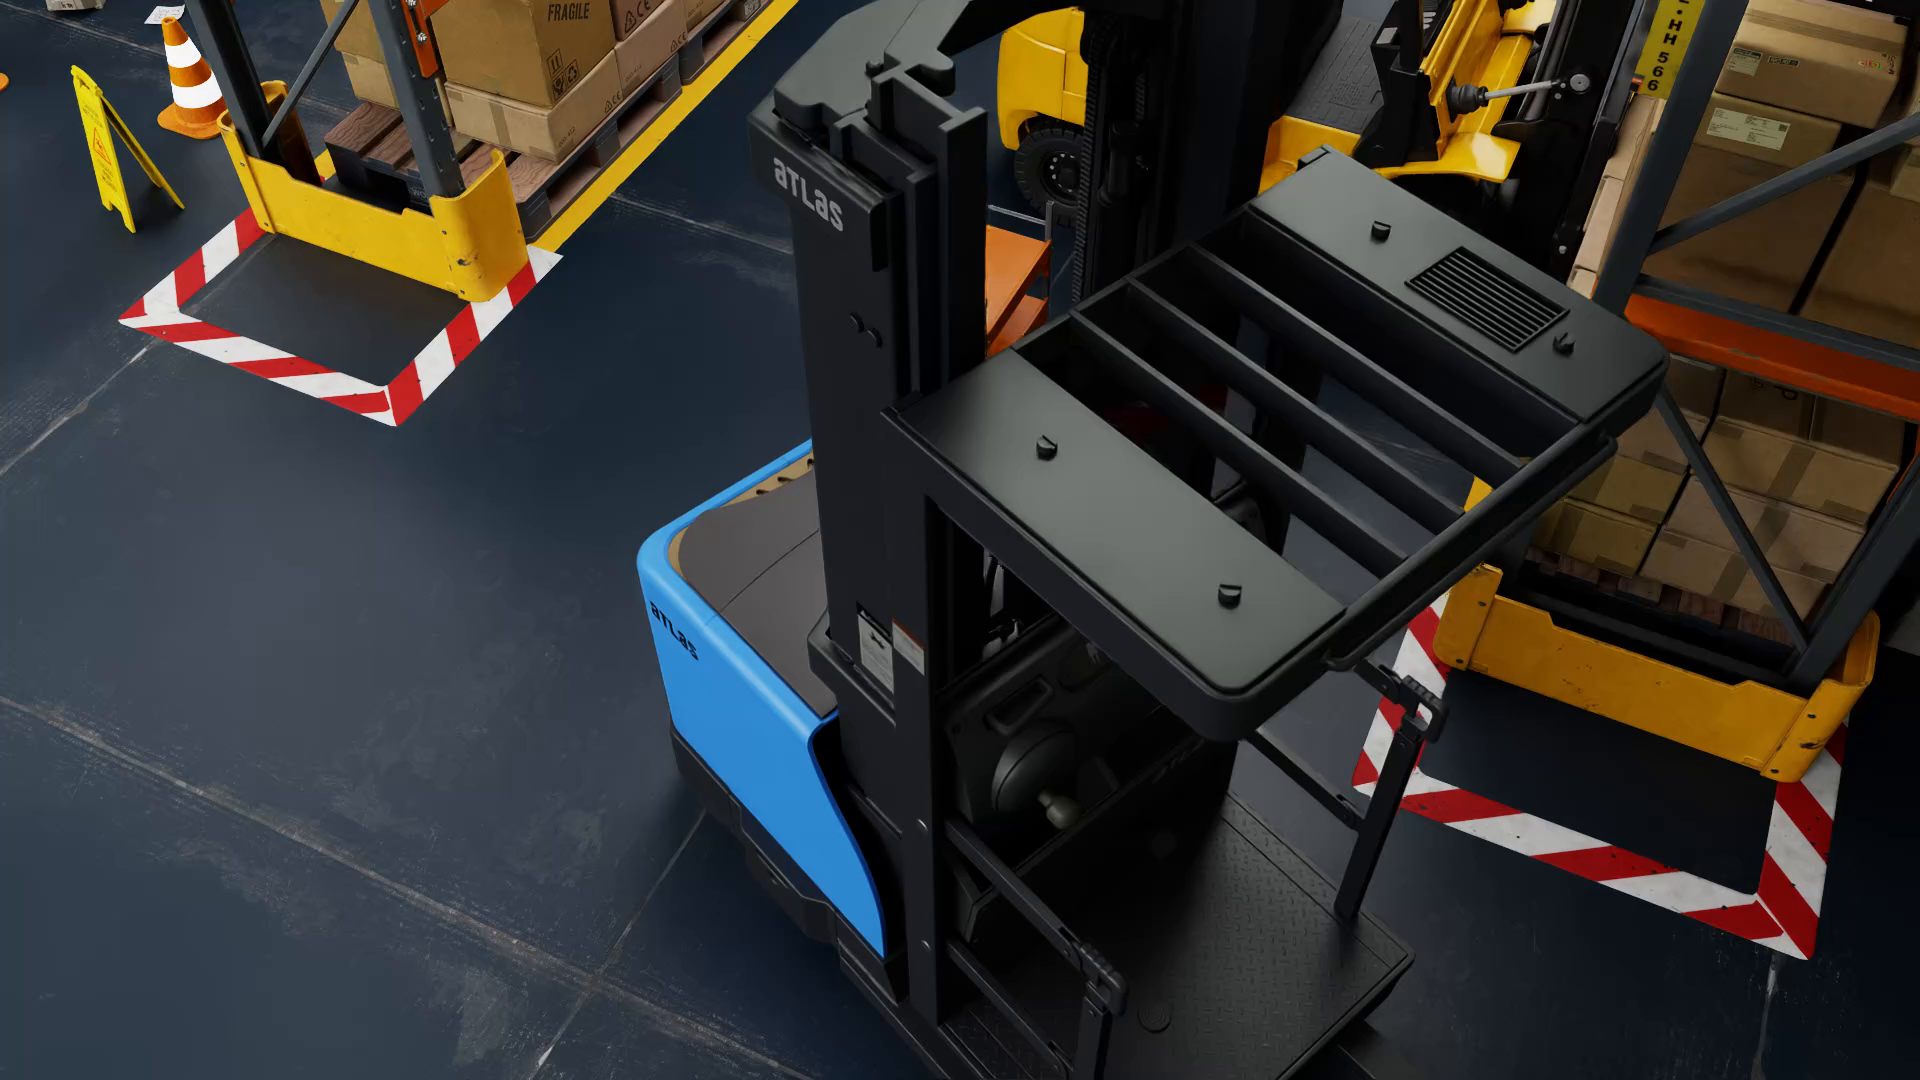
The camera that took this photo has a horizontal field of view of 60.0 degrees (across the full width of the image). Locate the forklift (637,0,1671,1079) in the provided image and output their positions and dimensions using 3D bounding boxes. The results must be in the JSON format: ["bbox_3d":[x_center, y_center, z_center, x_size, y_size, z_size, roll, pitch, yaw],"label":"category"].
[{"bbox_3d":[0.482,0.365,3.515,1.130,2.935,3.031,-34,57,-25],"label":"forklift"}]

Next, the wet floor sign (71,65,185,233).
[{"bbox_3d":[-3.401,-1.600,6.688,0.232,0.644,0.267,-37,59,-27],"label":"wet floor sign"}]

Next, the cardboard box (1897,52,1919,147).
[{"bbox_3d":[2.474,-1.034,3.973,0.380,0.149,0.250,19,52,15],"label":"cardboard box"}]

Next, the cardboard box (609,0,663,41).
[{"bbox_3d":[-1.529,-2.477,6.925,0.500,0.500,0.500,18,52,15],"label":"cardboard box"}]

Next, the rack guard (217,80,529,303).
[{"bbox_3d":[-2.320,-1.388,6.603,1.175,0.500,0.348,20,52,16],"label":"rack guard"}]

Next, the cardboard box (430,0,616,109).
[{"bbox_3d":[-1.748,-2.116,6.618,0.500,0.500,0.500,18,52,15],"label":"cardboard box"}]

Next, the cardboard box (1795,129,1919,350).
[{"bbox_3d":[2.600,-0.816,4.409,0.500,0.500,0.500,21,53,17],"label":"cardboard box"}]

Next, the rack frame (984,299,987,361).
[{"bbox_3d":[-0.034,-0.335,5.247,0.240,1.200,0.015,20,52,16],"label":"rack frame"}]

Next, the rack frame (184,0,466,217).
[{"bbox_3d":[-2.352,-2.145,5.606,1.000,3.000,0.127,20,52,16],"label":"rack frame"}]

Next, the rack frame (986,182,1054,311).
[{"bbox_3d":[0.175,-0.671,5.533,0.240,1.200,0.015,20,52,16],"label":"rack frame"}]

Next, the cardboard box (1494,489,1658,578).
[{"bbox_3d":[2.052,-0.204,5.484,0.500,0.250,0.500,20,53,16],"label":"cardboard box"}]

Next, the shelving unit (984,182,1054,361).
[{"bbox_3d":[0.071,-0.503,5.390,0.258,1.200,0.503,20,52,16],"label":"shelving unit"}]

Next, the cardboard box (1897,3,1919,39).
[{"bbox_3d":[2.679,-1.288,4.385,0.380,0.149,0.250,19,52,15],"label":"cardboard box"}]

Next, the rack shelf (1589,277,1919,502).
[{"bbox_3d":[2.992,-1.677,5.680,1.077,0.370,4.000,20,52,16],"label":"rack shelf"}]

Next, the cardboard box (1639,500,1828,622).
[{"bbox_3d":[2.524,-0.053,5.355,0.500,0.250,0.500,20,52,16],"label":"cardboard box"}]

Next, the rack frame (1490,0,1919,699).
[{"bbox_3d":[2.137,-0.533,4.234,1.000,3.000,0.127,20,52,16],"label":"rack frame"}]

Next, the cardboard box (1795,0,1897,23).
[{"bbox_3d":[2.177,-1.367,4.257,0.380,0.149,0.250,20,52,16],"label":"cardboard box"}]

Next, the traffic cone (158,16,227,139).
[{"bbox_3d":[-3.335,-2.039,7.181,0.336,0.463,0.334,20,52,16],"label":"traffic cone"}]

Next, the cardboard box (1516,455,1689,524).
[{"bbox_3d":[2.062,-0.377,5.303,0.500,0.250,0.500,19,52,16],"label":"cardboard box"}]

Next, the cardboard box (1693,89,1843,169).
[{"bbox_3d":[2.032,-1.105,4.230,0.380,0.149,0.250,21,53,17],"label":"cardboard box"}]

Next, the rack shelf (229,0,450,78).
[{"bbox_3d":[-1.498,-3.289,7.052,1.077,0.370,4.000,20,52,16],"label":"rack shelf"}]

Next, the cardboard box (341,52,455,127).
[{"bbox_3d":[-2.240,-2.051,7.055,0.500,0.250,0.500,20,52,16],"label":"cardboard box"}]

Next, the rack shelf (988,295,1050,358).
[{"bbox_3d":[0.071,-0.604,5.271,0.258,0.148,0.480,20,52,16],"label":"rack shelf"}]

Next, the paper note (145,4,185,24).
[{"bbox_3d":[-3.748,-2.482,7.842,0.148,0.019,0.142,4,50,3],"label":"paper note"}]

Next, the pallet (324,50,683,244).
[{"bbox_3d":[-1.941,-1.842,7.179,1.003,0.211,1.213,20,52,16],"label":"pallet"}]

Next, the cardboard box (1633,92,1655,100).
[{"bbox_3d":[2.695,-1.571,5.991,0.500,0.250,0.500,19,52,15],"label":"cardboard box"}]

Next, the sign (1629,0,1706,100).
[{"bbox_3d":[1.652,-1.171,3.861,0.100,0.325,0.005,20,52,16],"label":"sign"}]

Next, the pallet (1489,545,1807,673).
[{"bbox_3d":[2.426,-0.170,5.756,1.003,0.211,1.213,20,52,16],"label":"pallet"}]

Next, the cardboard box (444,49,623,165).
[{"bbox_3d":[-1.758,-1.856,6.889,0.500,0.250,0.500,19,52,16],"label":"cardboard box"}]

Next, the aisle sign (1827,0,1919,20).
[{"bbox_3d":[1.843,-1.426,3.287,0.394,0.787,0.004,20,52,16],"label":"aisle sign"}]

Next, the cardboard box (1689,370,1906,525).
[{"bbox_3d":[2.514,-0.371,4.970,0.500,0.250,0.500,19,52,16],"label":"cardboard box"}]

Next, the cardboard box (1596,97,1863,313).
[{"bbox_3d":[2.110,-0.990,4.557,0.500,0.500,0.500,19,52,15],"label":"cardboard box"}]

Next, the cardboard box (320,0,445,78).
[{"bbox_3d":[-2.246,-2.270,6.749,0.500,0.500,0.500,20,53,16],"label":"cardboard box"}]

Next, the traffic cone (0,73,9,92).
[{"bbox_3d":[-4.484,-2.166,7.289,0.336,0.463,0.334,20,52,16],"label":"traffic cone"}]

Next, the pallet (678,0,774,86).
[{"bbox_3d":[-1.418,-2.679,7.891,1.003,0.211,1.213,20,52,16],"label":"pallet"}]

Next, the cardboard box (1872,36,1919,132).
[{"bbox_3d":[2.564,-1.115,4.238,0.380,0.149,0.250,20,52,16],"label":"cardboard box"}]

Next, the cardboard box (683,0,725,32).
[{"bbox_3d":[-1.311,-2.585,7.510,0.500,0.250,0.500,23,53,18],"label":"cardboard box"}]

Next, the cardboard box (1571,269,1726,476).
[{"bbox_3d":[2.052,-0.521,5.097,0.500,0.250,0.500,21,53,17],"label":"cardboard box"}]

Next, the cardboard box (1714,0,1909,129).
[{"bbox_3d":[2.100,-1.187,4.104,0.380,0.149,0.250,20,52,16],"label":"cardboard box"}]

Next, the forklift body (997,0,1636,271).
[{"bbox_3d":[1.298,-2.157,6.173,2.313,2.155,1.214,20,52,16],"label":"forklift body"}]

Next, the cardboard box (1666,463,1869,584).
[{"bbox_3d":[2.526,-0.196,5.149,0.500,0.250,0.500,21,53,17],"label":"cardboard box"}]

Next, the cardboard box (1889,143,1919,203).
[{"bbox_3d":[2.517,-0.925,4.076,0.380,0.149,0.250,19,52,15],"label":"cardboard box"}]

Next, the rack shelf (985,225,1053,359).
[{"bbox_3d":[0.071,-0.758,5.091,0.258,0.148,0.480,20,52,16],"label":"rack shelf"}]

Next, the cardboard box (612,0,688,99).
[{"bbox_3d":[-1.533,-2.205,7.186,0.500,0.250,0.500,22,53,17],"label":"cardboard box"}]

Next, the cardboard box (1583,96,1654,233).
[{"bbox_3d":[2.471,-1.225,5.696,0.500,0.250,0.500,20,53,17],"label":"cardboard box"}]

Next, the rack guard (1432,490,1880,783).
[{"bbox_3d":[2.127,0.294,5.172,1.175,0.500,0.348,20,52,16],"label":"rack guard"}]

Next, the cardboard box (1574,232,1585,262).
[{"bbox_3d":[2.488,-1.081,5.902,0.500,0.250,0.500,19,52,15],"label":"cardboard box"}]

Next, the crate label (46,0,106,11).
[{"bbox_3d":[-4.204,-2.622,7.891,0.250,0.136,0.298,-4,50,-3],"label":"crate label"}]

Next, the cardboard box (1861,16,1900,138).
[{"bbox_3d":[2.802,-1.182,4.721,0.500,0.500,0.500,21,53,17],"label":"cardboard box"}]

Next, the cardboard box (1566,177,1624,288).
[{"bbox_3d":[2.265,-0.874,5.397,0.500,0.250,0.500,21,53,17],"label":"cardboard box"}]
